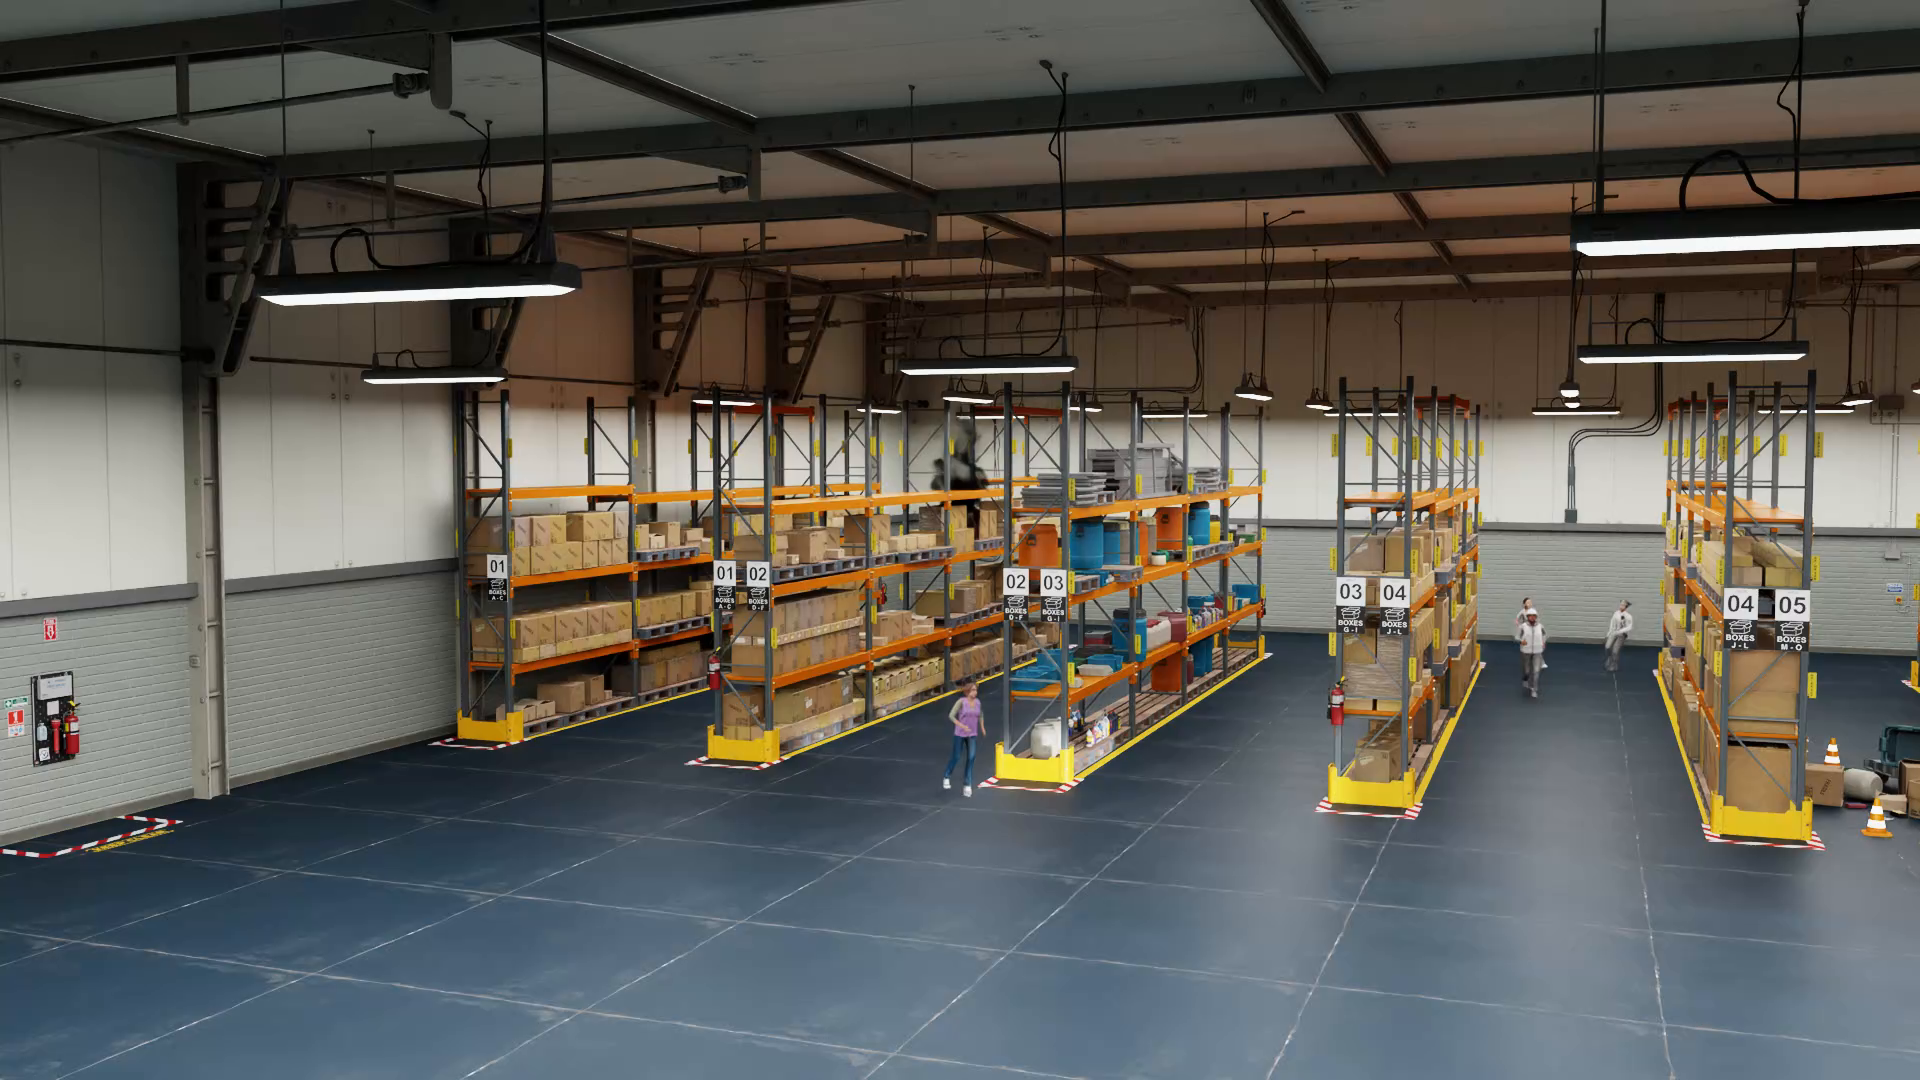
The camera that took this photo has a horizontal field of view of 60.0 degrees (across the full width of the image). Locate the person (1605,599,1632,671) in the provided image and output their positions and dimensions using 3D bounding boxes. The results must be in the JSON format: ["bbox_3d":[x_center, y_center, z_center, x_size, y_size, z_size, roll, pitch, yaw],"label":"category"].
[{"bbox_3d":[14.706,2.132,37.161,0.576,1.625,0.616,-3,4,-39],"label":"person"}]

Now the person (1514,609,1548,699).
[{"bbox_3d":[11.528,2.266,33.544,0.661,1.769,0.936,1,3,12],"label":"person"}]

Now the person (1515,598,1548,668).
[{"bbox_3d":[13.017,2.112,38.100,0.629,1.598,0.808,-1,3,-18],"label":"person"}]

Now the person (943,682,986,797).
[{"bbox_3d":[0.122,2.873,24.148,0.595,1.560,0.790,-1,3,-21],"label":"person"}]
